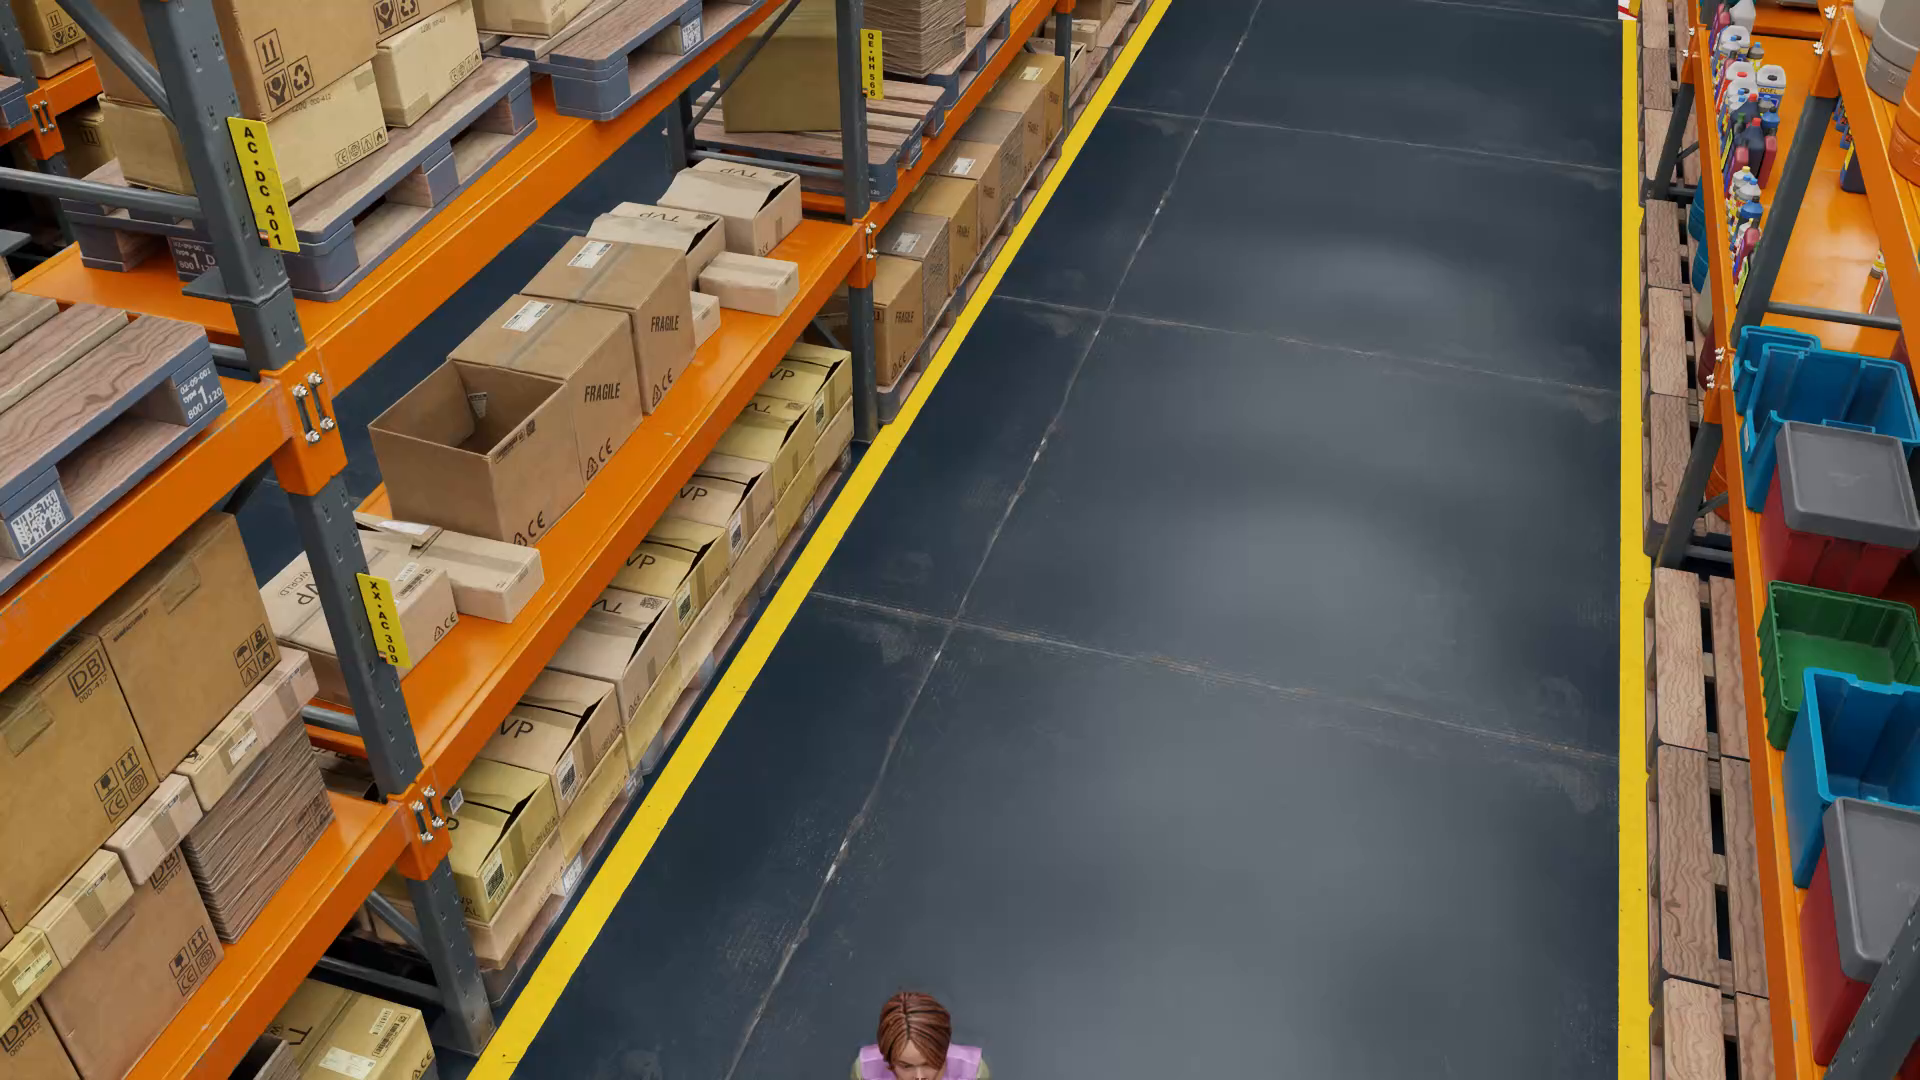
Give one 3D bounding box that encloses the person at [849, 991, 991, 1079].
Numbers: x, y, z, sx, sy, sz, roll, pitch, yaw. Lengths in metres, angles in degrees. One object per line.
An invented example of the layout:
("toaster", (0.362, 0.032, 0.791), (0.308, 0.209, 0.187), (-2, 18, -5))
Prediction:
("person", (-0.093, 1.758, 4.564), (0.432, 1.590, 0.433), (3, 38, 3))
